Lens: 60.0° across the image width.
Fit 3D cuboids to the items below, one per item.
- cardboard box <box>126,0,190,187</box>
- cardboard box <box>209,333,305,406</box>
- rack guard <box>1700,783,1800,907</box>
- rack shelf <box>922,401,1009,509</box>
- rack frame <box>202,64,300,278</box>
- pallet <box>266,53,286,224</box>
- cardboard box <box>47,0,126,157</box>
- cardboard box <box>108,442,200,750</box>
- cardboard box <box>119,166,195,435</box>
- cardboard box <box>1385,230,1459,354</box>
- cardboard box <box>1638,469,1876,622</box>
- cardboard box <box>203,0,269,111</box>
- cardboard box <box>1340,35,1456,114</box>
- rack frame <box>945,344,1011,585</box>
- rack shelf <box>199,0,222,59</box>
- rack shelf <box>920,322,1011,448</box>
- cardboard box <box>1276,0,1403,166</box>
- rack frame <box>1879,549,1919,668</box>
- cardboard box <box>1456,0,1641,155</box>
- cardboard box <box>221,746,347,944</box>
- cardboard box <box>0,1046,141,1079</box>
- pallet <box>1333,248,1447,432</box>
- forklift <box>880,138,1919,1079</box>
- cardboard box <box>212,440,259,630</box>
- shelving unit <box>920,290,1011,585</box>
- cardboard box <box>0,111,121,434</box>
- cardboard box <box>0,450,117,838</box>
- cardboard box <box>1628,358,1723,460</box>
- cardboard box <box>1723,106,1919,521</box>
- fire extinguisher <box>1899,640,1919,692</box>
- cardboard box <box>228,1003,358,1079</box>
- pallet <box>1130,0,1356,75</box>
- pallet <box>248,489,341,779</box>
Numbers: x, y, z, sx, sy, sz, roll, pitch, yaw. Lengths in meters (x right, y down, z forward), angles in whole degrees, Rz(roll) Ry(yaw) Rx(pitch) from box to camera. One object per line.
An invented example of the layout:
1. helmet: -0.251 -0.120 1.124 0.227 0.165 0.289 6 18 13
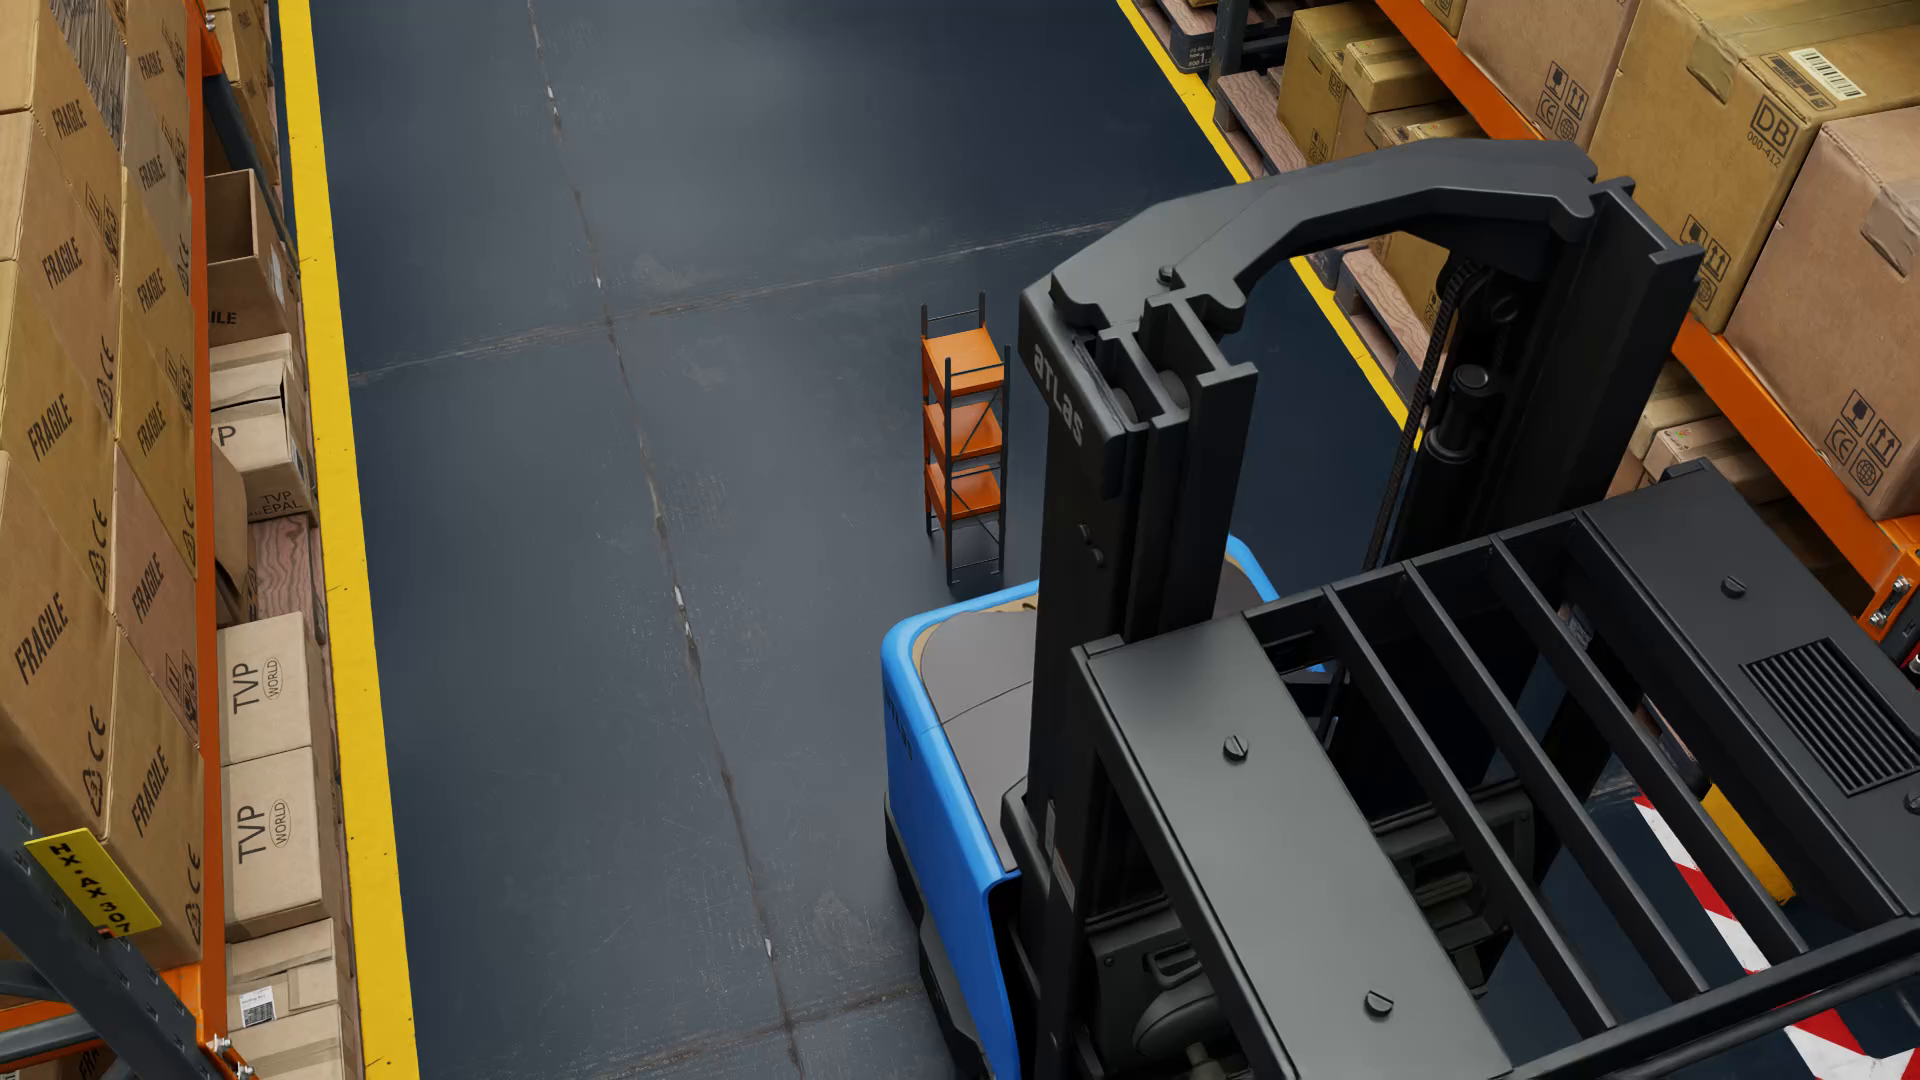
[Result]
1. cardboard box: -2.581 -1.297 4.816 0.500 0.500 0.500 -12 51 -10
2. cardboard box: -2.520 -0.559 5.836 0.380 0.149 0.250 -13 51 -11
3. rack guard: 2.793 0.674 4.855 1.175 0.500 0.348 -13 51 -11
4. rack shelf: 0.016 -0.293 5.324 0.215 0.259 0.240 -13 51 -11
5. rack frame: -3.128 -1.948 5.431 1.000 3.000 0.127 -13 51 -11
6. pallet: -3.405 -1.635 6.990 1.003 0.211 1.213 -13 51 -11
7. cardboard box: -2.428 -1.250 4.123 0.500 0.500 0.500 -13 51 -11
8. cardboard box: -1.982 0.182 3.570 0.500 0.500 0.500 -14 51 -11
9. cardboard box: -2.274 -0.551 4.187 0.500 0.500 0.500 -13 51 -10
10. cardboard box: 2.021 -1.088 6.066 0.700 0.500 0.500 -12 51 -10
11. cardboard box: 2.483 0.032 5.121 0.700 0.500 0.500 -13 51 -11
12. cardboard box: -3.207 -2.080 6.889 0.500 0.500 0.500 -13 51 -10
13. cardboard box: 1.653 -1.749 6.199 0.380 0.149 0.250 -12 51 -10
14. rack frame: 0.052 -0.210 5.241 0.200 1.050 0.008 -13 51 -11
15. rack shelf: -3.719 -3.177 6.937 1.077 0.370 4.000 -13 51 -11
16. rack shelf: 0.016 -0.475 5.107 0.215 0.259 0.240 -13 51 -11
17. cardboard box: 1.726 -1.831 6.692 0.700 0.500 0.500 -13 51 -11
18. rack frame: 2.786 -0.150 3.914 1.000 3.000 0.127 -13 51 -11
19. cardboard box: 2.183 -1.704 5.029 0.980 0.700 0.700 -16 52 -13
20. cardboard box: -1.983 0.891 4.547 0.500 0.250 0.500 -13 51 -11
21. cardboard box: -2.341 1.296 4.043 0.500 0.500 0.500 -13 51 -11
22. pallet: 2.118 -0.706 6.208 1.003 0.211 1.213 -13 51 -11
23. forklift: 0.770 0.892 3.081 1.130 2.935 3.031 -16 52 -13
24. cardboard box: -2.567 0.086 5.061 0.797 0.503 0.637 -13 51 -11
25. shelving unit: 0.016 -0.299 5.316 0.215 1.050 0.252 -13 51 -11
26. cardboard box: -2.129 -0.512 3.500 0.500 0.500 0.500 -13 51 -10
27. cardboard box: -1.824 0.235 2.871 0.500 0.500 0.500 -12 51 -10
28. cardboard box: 2.195 -0.416 5.075 0.380 0.149 0.250 -12 51 -10
29. cardboard box: 2.626 -0.616 4.112 0.980 0.700 0.700 -11 51 -9
30. fire extinguisher: 2.390 0.210 3.905 0.296 0.674 0.183 -13 51 -11
31. cardboard box: -1.741 1.367 4.213 0.380 0.149 0.250 -13 51 -11
32. pallet: 1.303 -2.719 7.904 1.003 0.211 1.213 -13 51 -11
33. pallet: -2.561 0.345 5.321 1.003 0.211 1.213 -13 51 -11
